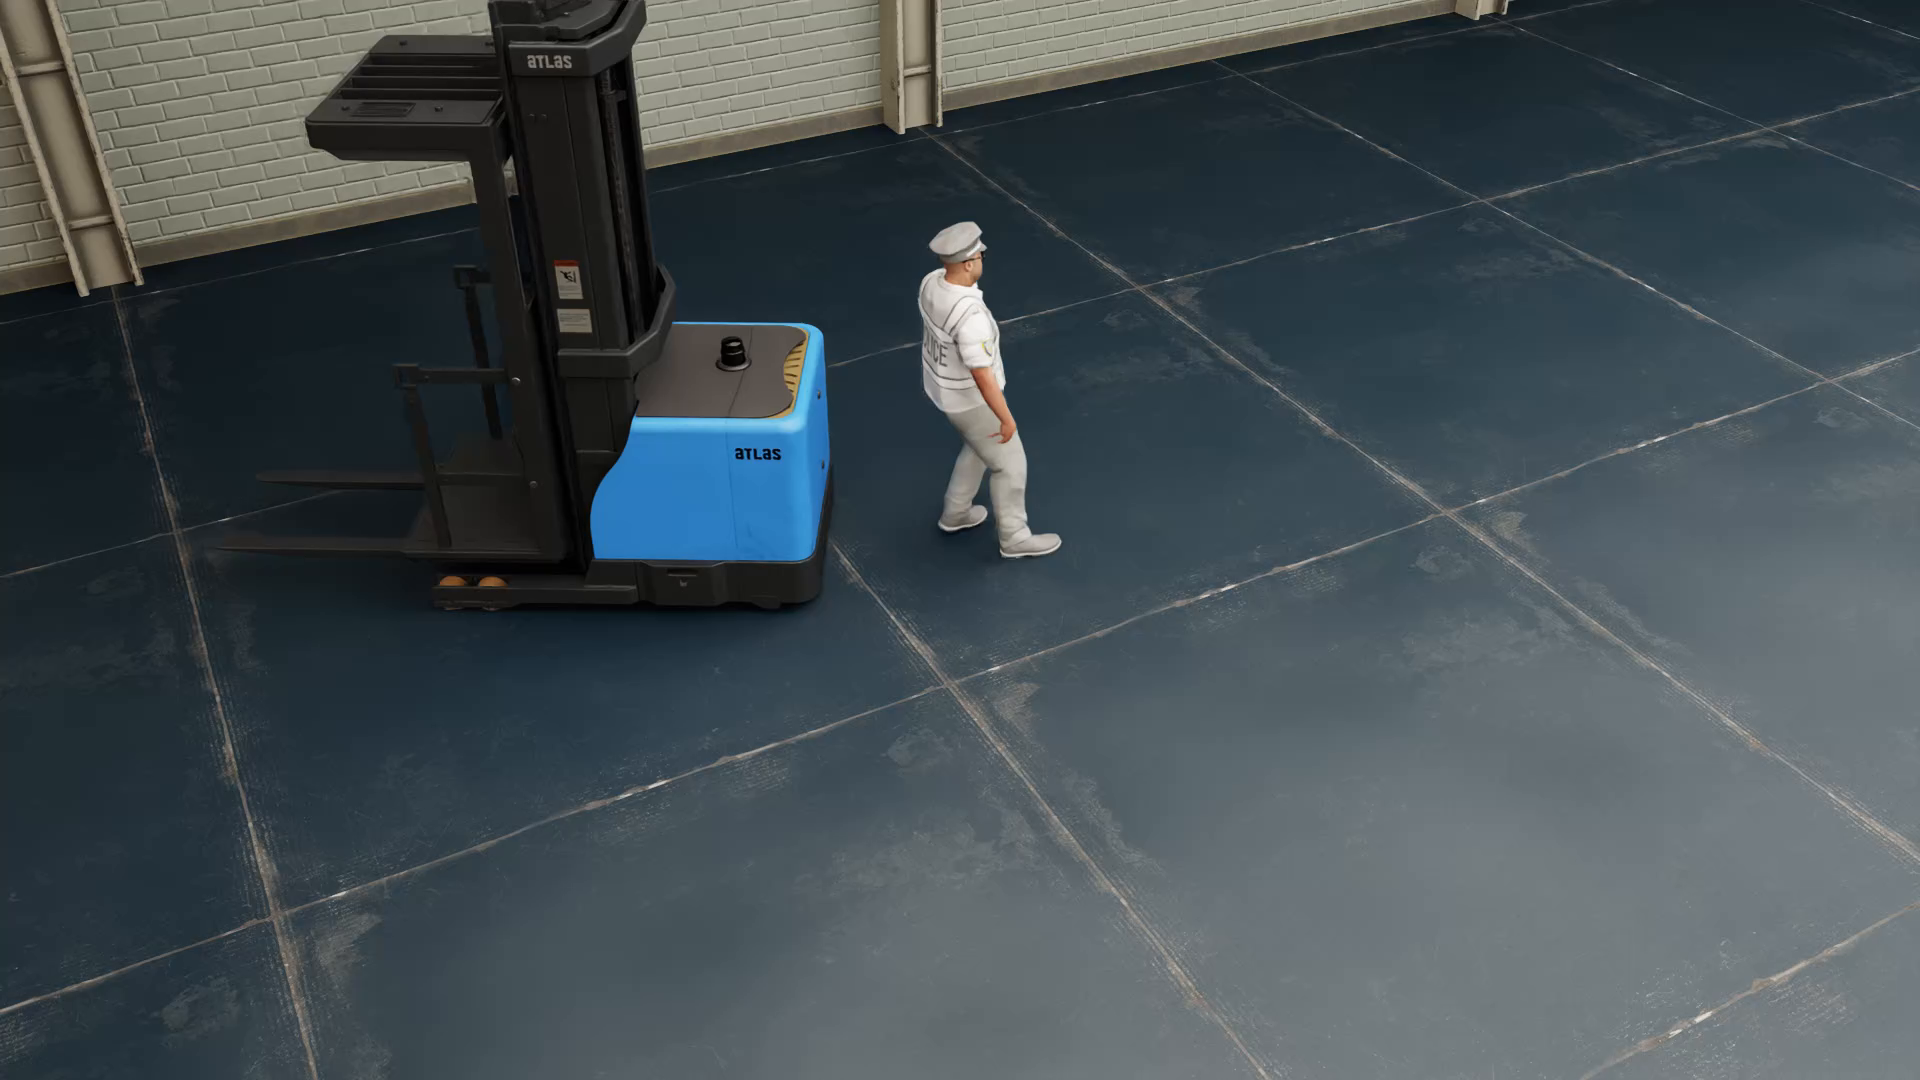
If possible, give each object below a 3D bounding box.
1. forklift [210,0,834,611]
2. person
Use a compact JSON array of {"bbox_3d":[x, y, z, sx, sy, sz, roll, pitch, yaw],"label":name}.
[{"bbox_3d":[-2.196,-1.154,7.756,3.031,2.935,1.130,1,35,1],"label":"forklift"},{"bbox_3d":[0.139,-0.760,8.254,0.602,1.752,0.698,-13,37,-18],"label":"person"}]
